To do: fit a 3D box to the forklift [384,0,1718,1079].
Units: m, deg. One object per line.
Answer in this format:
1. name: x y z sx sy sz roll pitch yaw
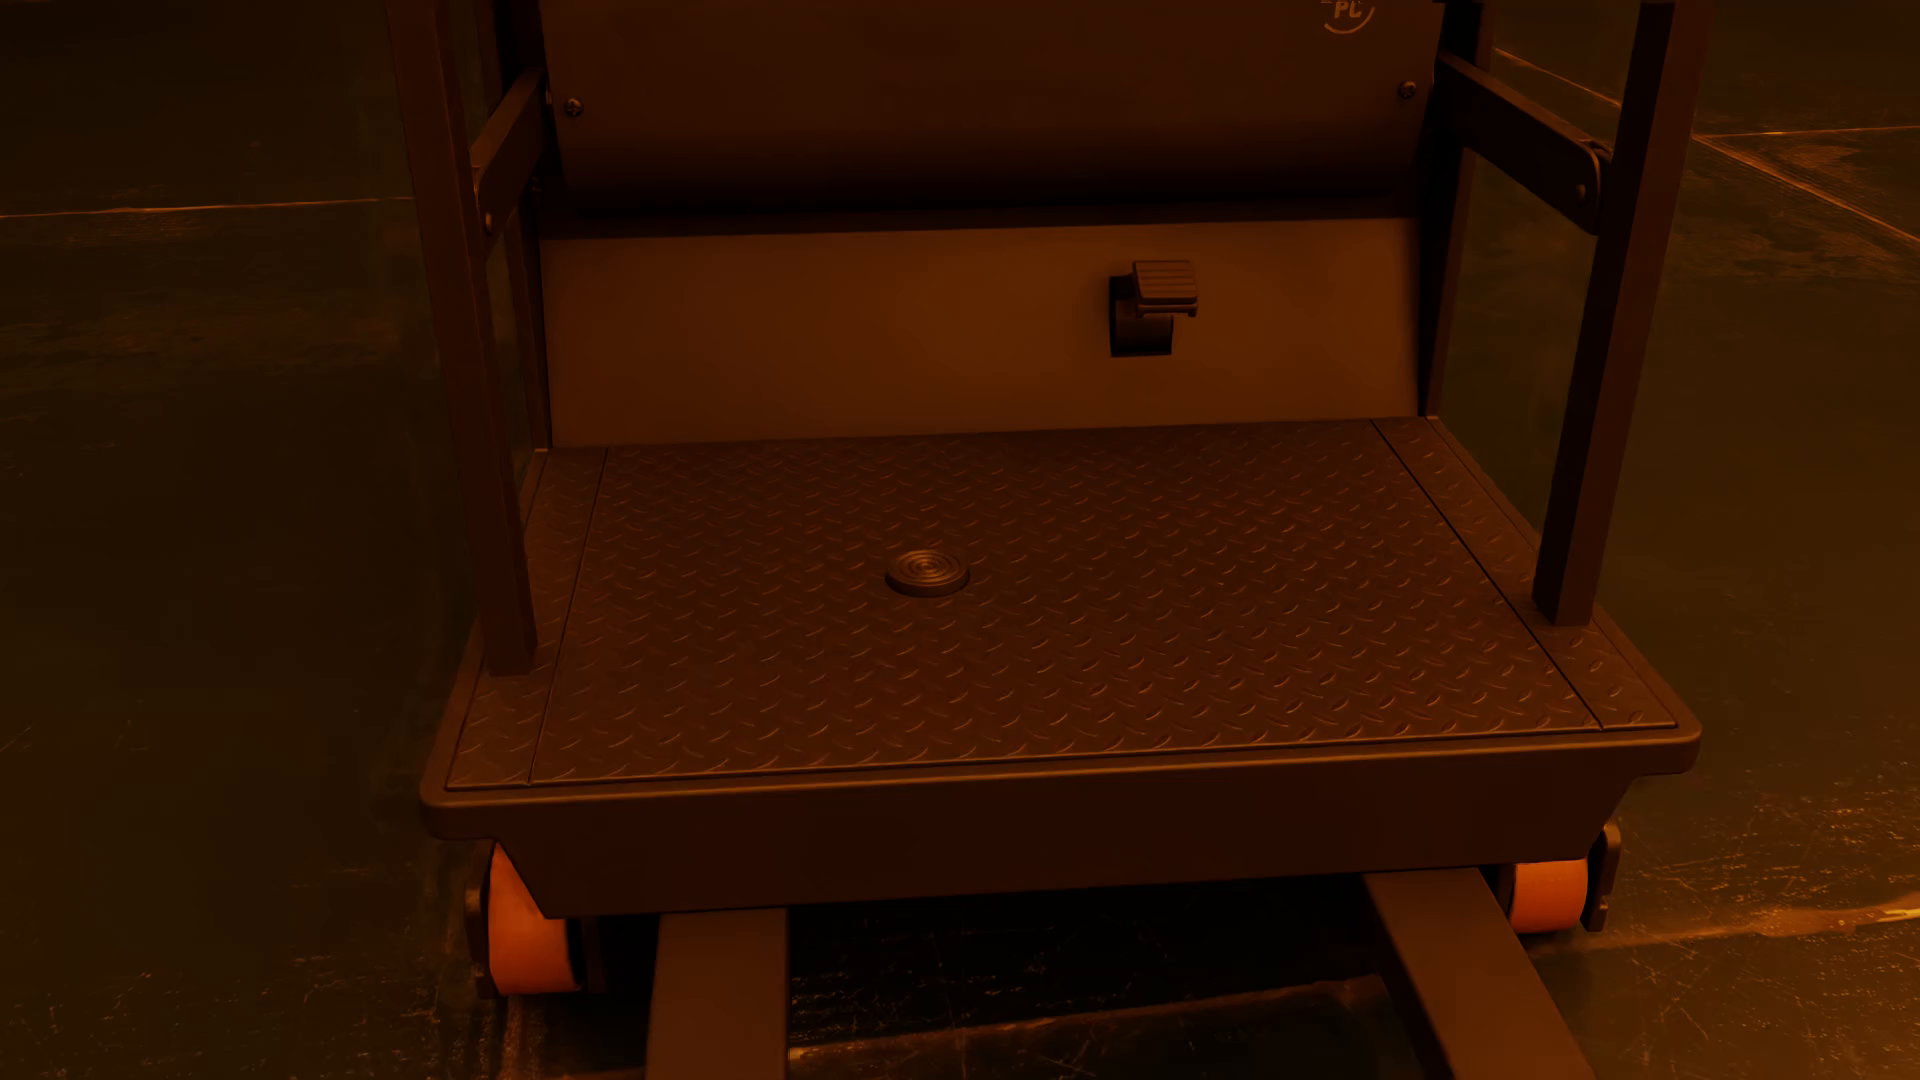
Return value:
1. forklift: 0.060 -1.010 1.276 1.130 2.935 3.031 -2 28 -4
